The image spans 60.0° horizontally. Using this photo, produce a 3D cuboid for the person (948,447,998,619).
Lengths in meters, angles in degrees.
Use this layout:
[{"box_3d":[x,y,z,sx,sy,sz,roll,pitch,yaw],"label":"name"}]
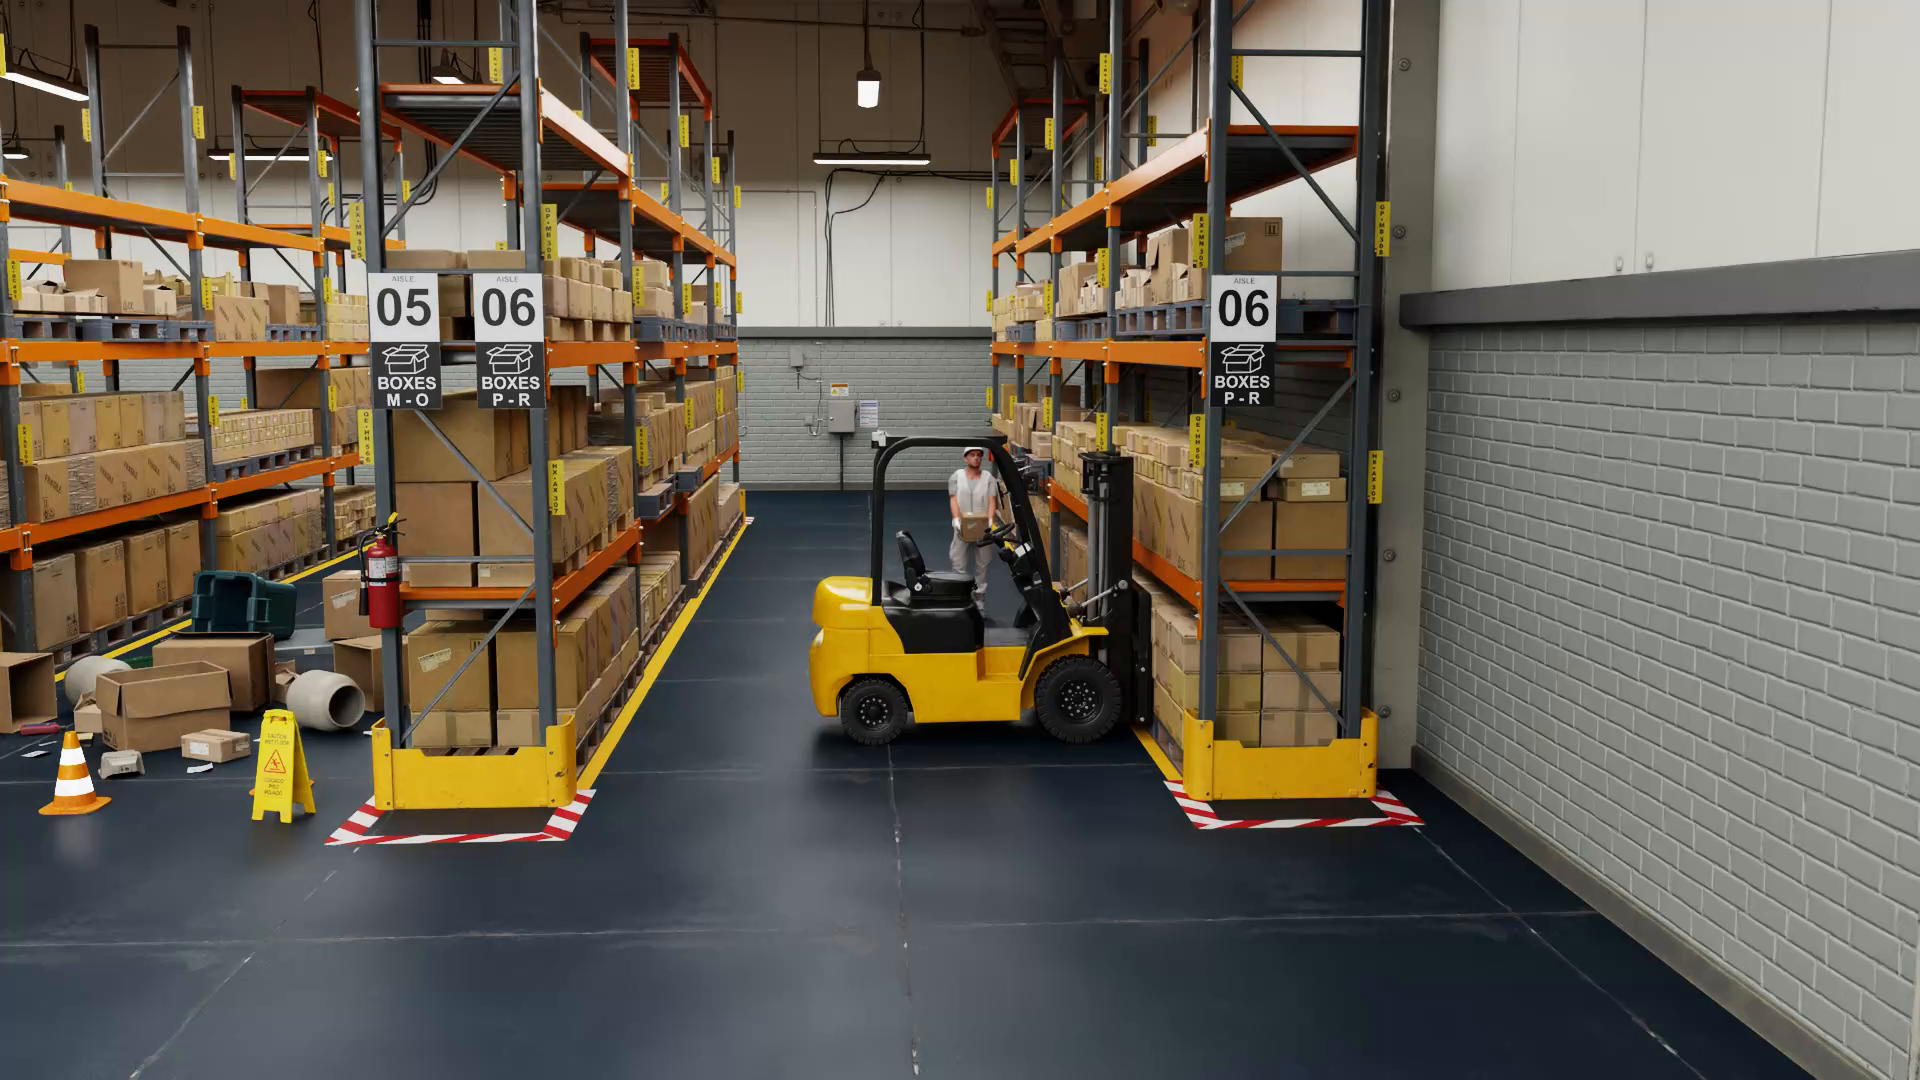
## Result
[{"box_3d":[0.131,-0.086,16.846,0.525,1.793,0.542,0,7,-4],"label":"person"}]
